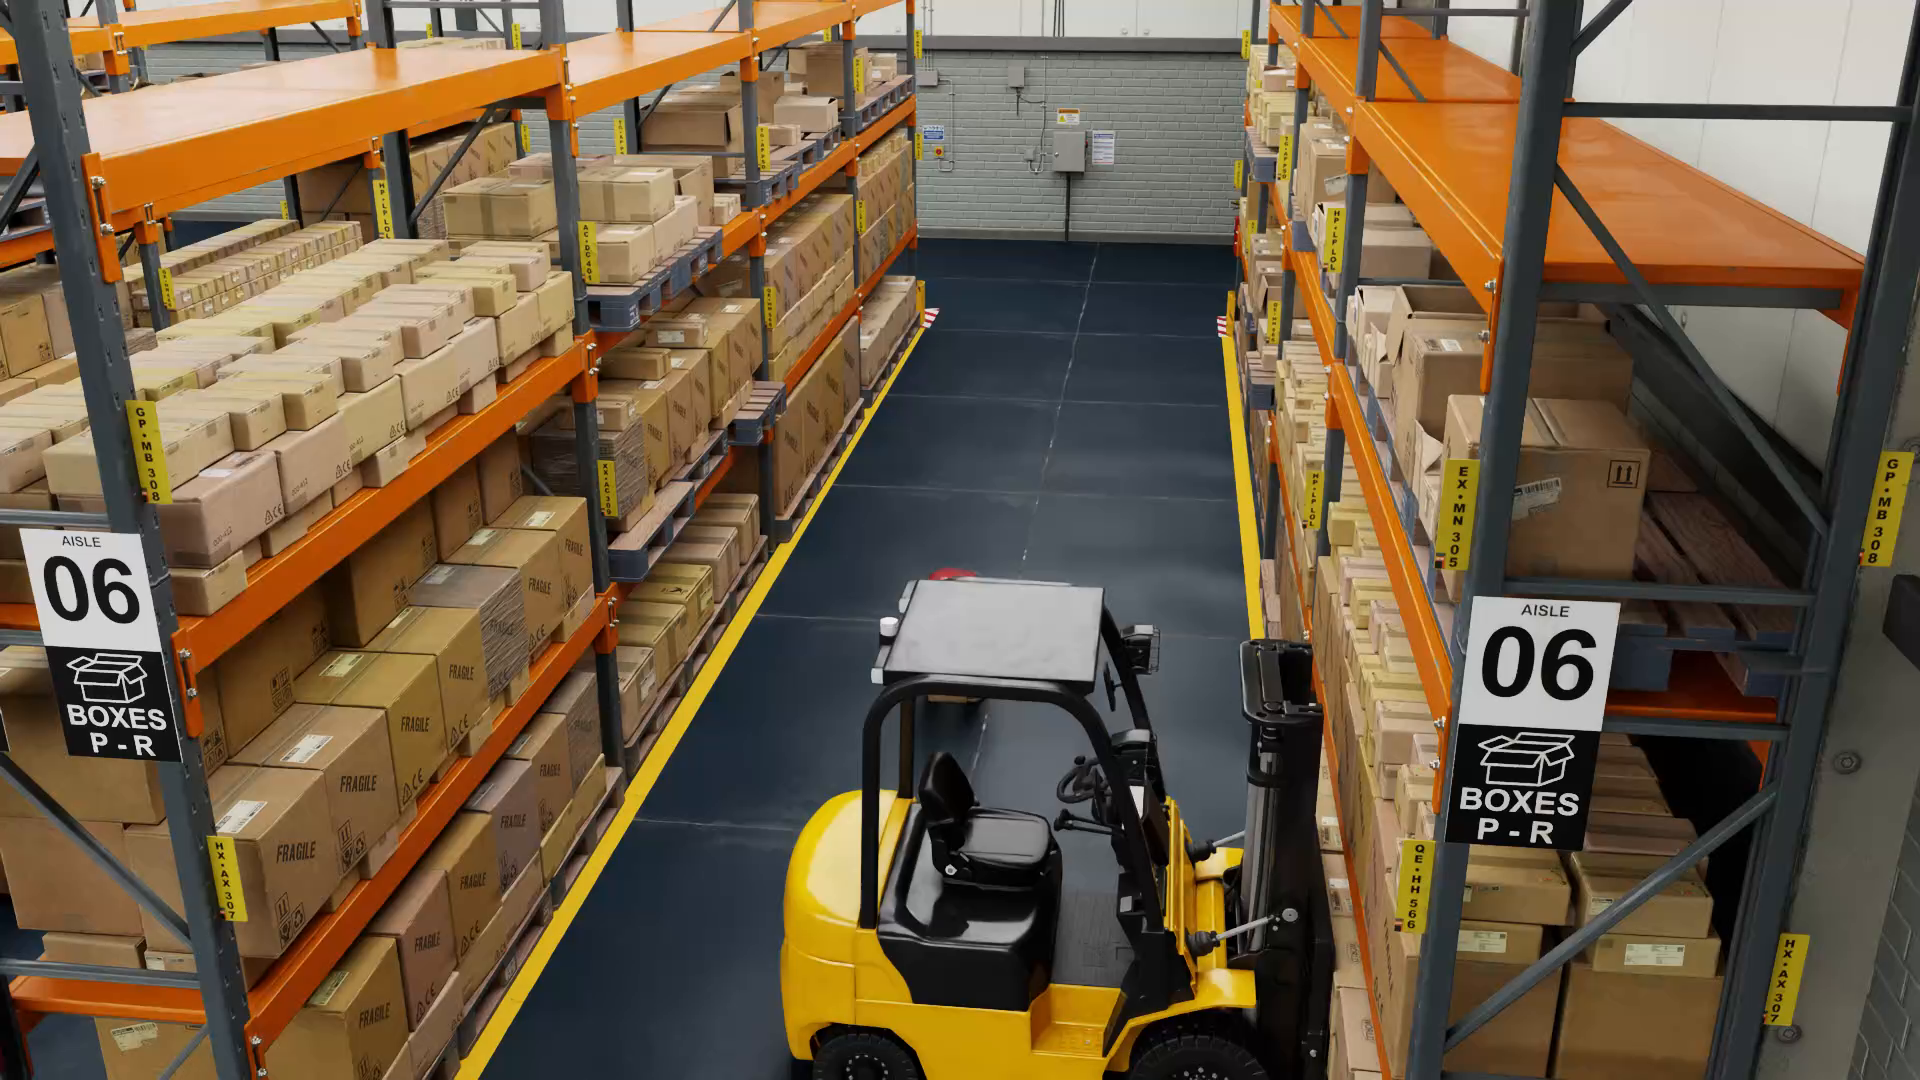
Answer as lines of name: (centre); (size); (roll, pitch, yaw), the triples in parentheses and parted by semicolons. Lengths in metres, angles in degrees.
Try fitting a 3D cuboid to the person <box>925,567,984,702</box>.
person: (-0.037, 0.623, 10.964); (0.528, 0.979, 0.896); (2, 21, 4)
